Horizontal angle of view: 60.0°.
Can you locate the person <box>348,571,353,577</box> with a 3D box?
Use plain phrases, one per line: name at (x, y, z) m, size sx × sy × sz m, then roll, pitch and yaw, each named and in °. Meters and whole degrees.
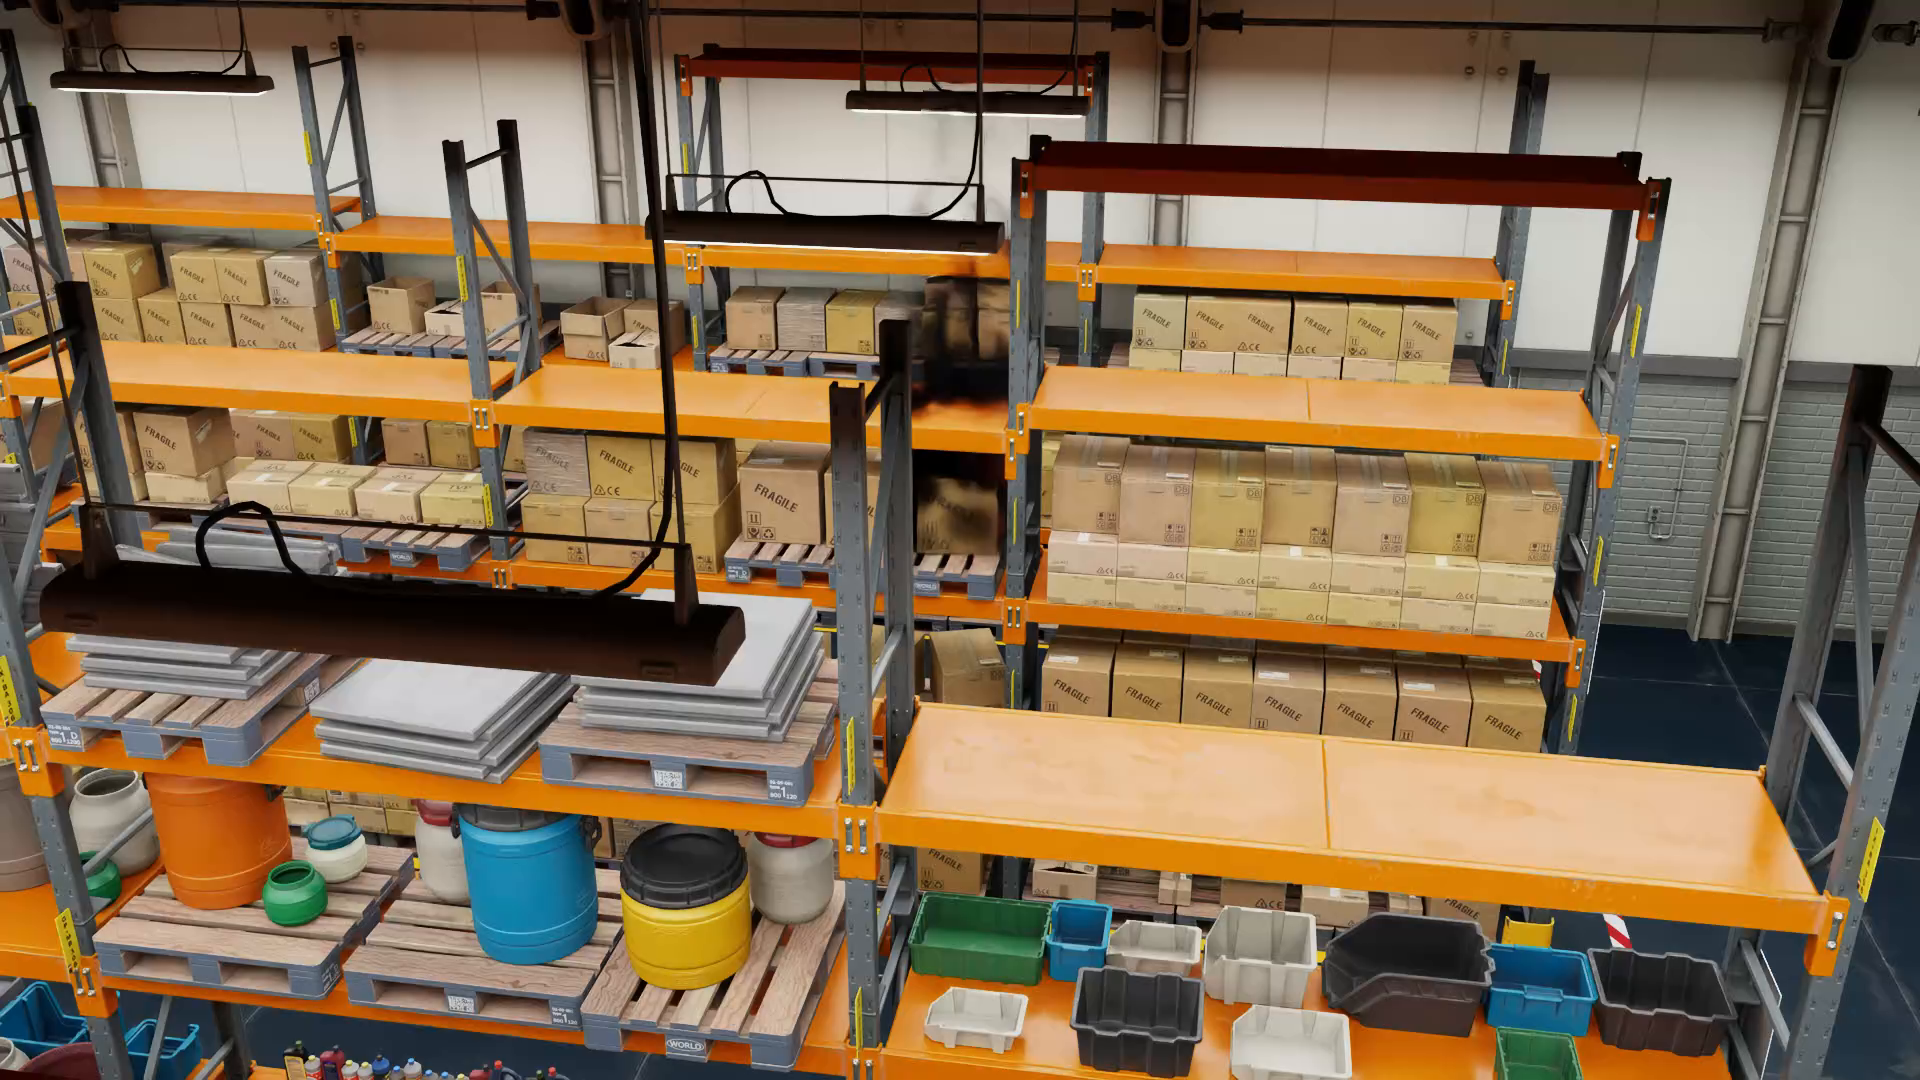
person at (-6.004, 0.853, 16.276) m, size 0.914 × 1.655 × 0.615 m, roll 2°, pitch 23°, yaw 6°
